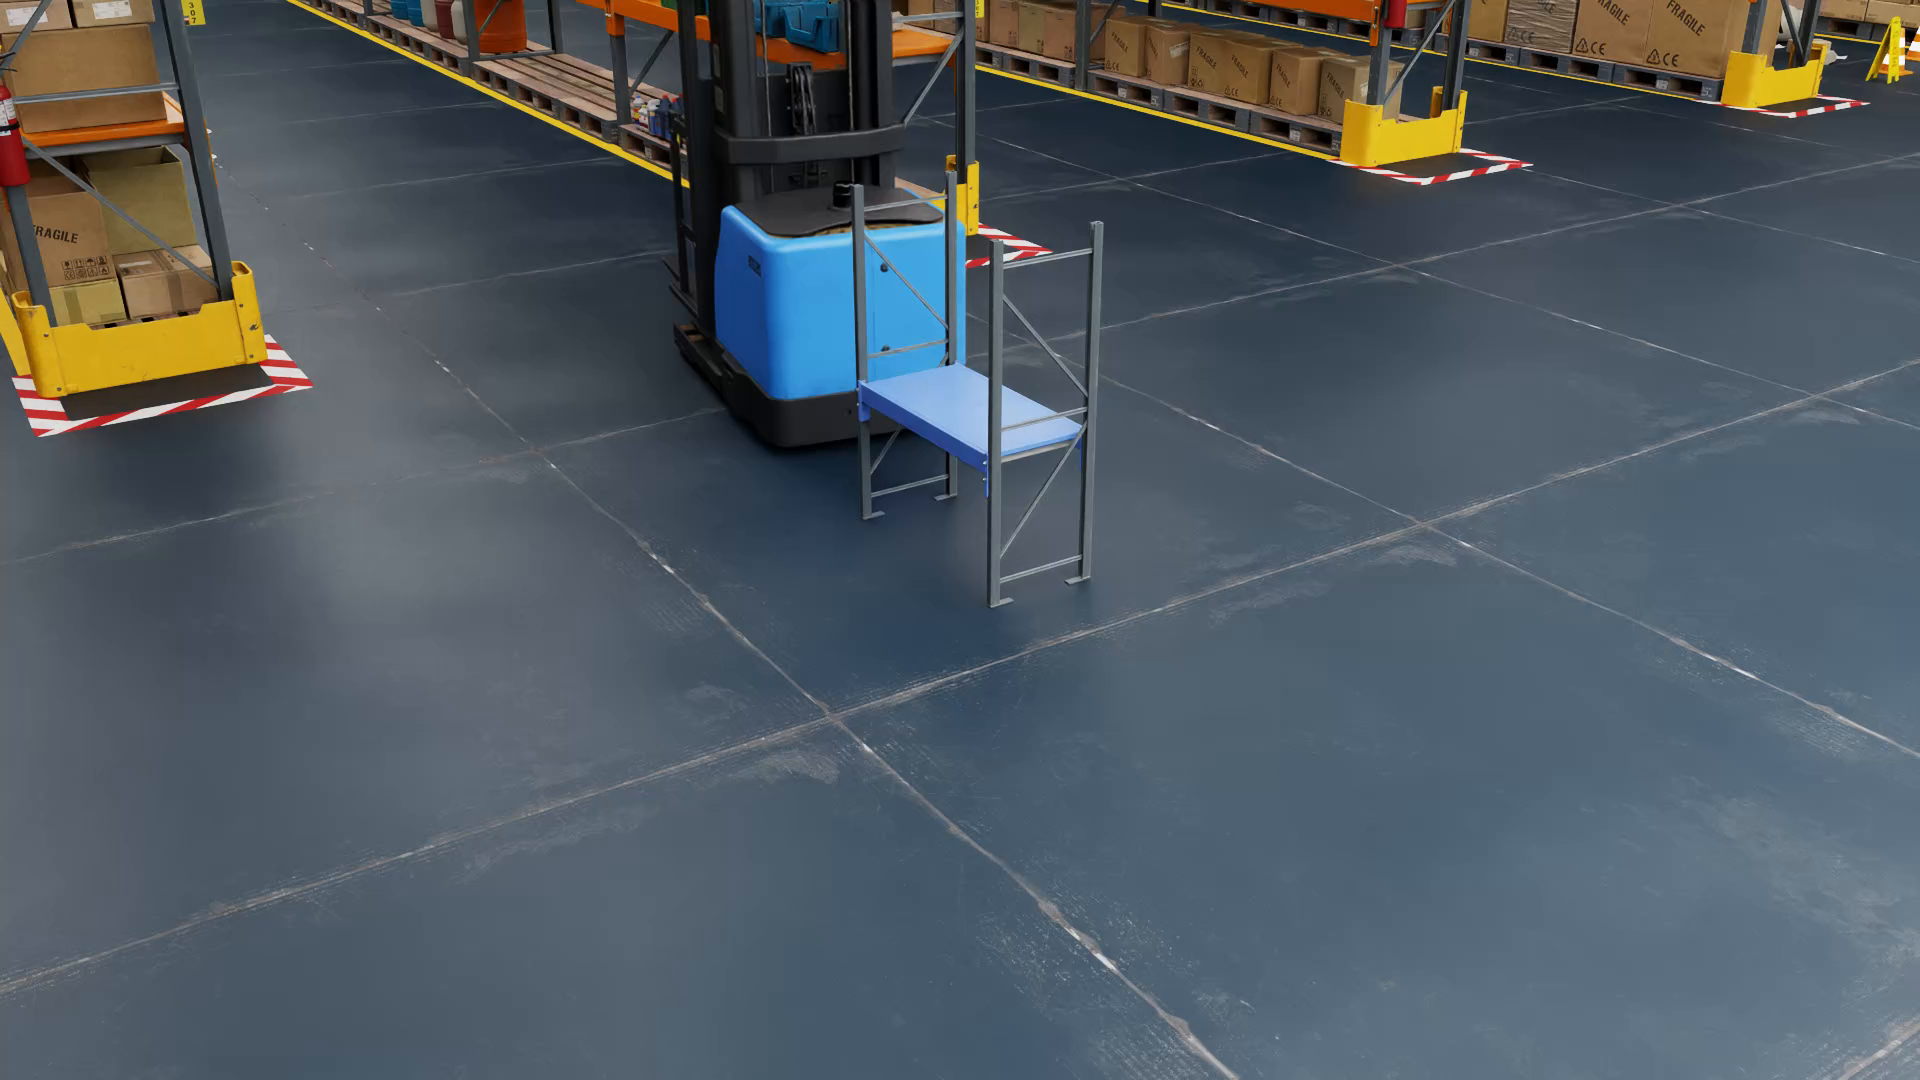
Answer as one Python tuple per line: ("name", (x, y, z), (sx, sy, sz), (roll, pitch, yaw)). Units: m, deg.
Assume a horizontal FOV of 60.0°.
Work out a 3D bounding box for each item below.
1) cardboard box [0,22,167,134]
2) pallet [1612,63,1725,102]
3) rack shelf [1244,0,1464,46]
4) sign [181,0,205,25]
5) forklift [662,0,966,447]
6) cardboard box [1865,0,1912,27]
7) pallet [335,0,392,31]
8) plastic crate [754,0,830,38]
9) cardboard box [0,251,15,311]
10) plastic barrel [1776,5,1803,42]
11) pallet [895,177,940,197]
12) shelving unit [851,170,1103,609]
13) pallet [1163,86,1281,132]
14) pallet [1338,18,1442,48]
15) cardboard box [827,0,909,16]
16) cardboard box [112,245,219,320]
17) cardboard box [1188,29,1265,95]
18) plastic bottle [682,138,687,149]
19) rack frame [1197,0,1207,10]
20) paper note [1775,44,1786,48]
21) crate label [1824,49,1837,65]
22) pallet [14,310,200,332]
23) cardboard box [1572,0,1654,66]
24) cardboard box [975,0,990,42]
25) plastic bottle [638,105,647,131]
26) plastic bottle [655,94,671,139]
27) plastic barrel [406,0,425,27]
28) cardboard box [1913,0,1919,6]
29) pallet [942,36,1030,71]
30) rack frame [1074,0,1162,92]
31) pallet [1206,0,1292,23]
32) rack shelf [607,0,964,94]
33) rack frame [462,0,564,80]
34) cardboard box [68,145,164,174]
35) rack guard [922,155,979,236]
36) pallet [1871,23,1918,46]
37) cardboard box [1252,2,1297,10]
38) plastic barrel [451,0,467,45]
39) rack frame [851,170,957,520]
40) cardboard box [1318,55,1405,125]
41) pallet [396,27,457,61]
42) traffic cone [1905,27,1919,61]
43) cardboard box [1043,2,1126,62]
("cardboard box", (-4.741, -2.523, 8.963), (0.700, 0.500, 0.500), (-16, 29, -30))
("pallet", (7.514, -4.741, 17.047), (1.003, 0.211, 1.213), (-16, 29, -30))
("rack shelf", (2.713, -5.005, 15.181), (1.077, 0.370, 4.000), (-16, 29, -30))
("sign", (-4.029, -2.862, 8.692), (0.100, 0.325, 0.005), (-16, 29, -30))
("forklift", (-0.990, -2.377, 8.853), (1.130, 2.935, 3.031), (-10, 27, -20))
("cardboard box", (11.165, -6.284, 19.778), (0.500, 0.250, 0.500), (-15, 29, -29))
("pallet", (-7.330, -6.746, 21.292), (1.003, 0.211, 1.213), (-16, 29, -30))
("plastic crate", (-1.219, -3.736, 11.825), (0.499, 0.251, 0.408), (-16, 29, -30))
("cardboard box", (-5.321, -1.553, 9.755), (0.500, 0.250, 0.500), (-16, 29, -30))
("plastic barrel", (9.712, -6.145, 19.772), (0.512, 0.421, 0.421), (3, 25, 6))
("pallet", (-0.865, -2.508, 12.315), (1.003, 0.211, 1.213), (-16, 29, -30))
("shelving unit", (0.047, -0.648, 6.865), (0.538, 1.500, 1.048), (-16, 29, -30))
("pallet", (2.688, -4.116, 15.721), (1.003, 0.211, 1.213), (-16, 29, -30))
("pallet", (5.348, -6.163, 20.057), (1.003, 0.211, 1.213), (-16, 29, -30))
("cardboard box", (-0.922, -6.957, 20.470), (1.225, 0.875, 0.875), (-17, 30, -32))
("cardboard box", (-4.604, -1.498, 9.638), (0.500, 0.250, 0.500), (-16, 29, -30))
("cardboard box", (2.530, -4.546, 15.802), (0.500, 0.500, 0.500), (-19, 31, -34))
("plastic bottle", (-2.198, -3.265, 13.416), (0.097, 0.201, 0.097), (0, 25, 0))
("rack frame", (3.649, -8.596, 21.945), (1.000, 3.000, 0.127), (-16, 29, -30))
("paper note", (9.586, -5.790, 19.492), (0.148, 0.019, 0.142), (-6, 26, -12))
("crate label", (9.567, -5.369, 18.464), (0.298, 0.136, 0.250), (12, 28, 24))
("pallet", (-4.950, -1.310, 9.779), (1.003, 0.211, 1.213), (-16, 29, -30))
("cardboard box", (7.108, -5.505, 17.395), (0.875, 0.875, 0.875), (-16, 30, -30))
("cardboard box", (0.449, -5.913, 18.675), (0.700, 0.500, 0.500), (-13, 28, -25))
("plastic bottle", (-2.666, -3.572, 14.066), (0.097, 0.201, 0.097), (0, 25, 0))
("plastic bottle", (-2.436, -3.507, 13.753), (0.144, 0.351, 0.185), (-15, 29, -28))
("plastic barrel", (-6.227, -6.542, 19.560), (0.600, 0.901, 0.708), (-16, 29, -30))
("cardboard box", (11.452, -6.436, 19.220), (0.500, 0.500, 0.500), (-15, 29, -29))
("pallet", (0.525, -5.500, 18.652), (1.003, 0.211, 1.213), (-16, 29, -30))
("rack frame", (1.621, -6.046, 16.543), (1.000, 3.000, 0.127), (-16, 29, -30))
("pallet", (4.016, -7.036, 21.906), (1.003, 0.211, 1.213), (-16, 29, -30))
("rack shelf", (-1.437, -3.851, 12.736), (1.077, 0.370, 4.000), (-16, 29, -30))
("rack frame", (-4.712, -6.322, 17.128), (1.000, 3.000, 0.127), (-16, 29, -30))
("cardboard box", (-5.162, -2.191, 10.228), (0.500, 0.500, 0.500), (-16, 29, -30))
("rack guard", (-0.426, -2.346, 11.635), (1.175, 0.500, 0.348), (-16, 29, -30))
("pallet", (11.653, -5.989, 19.690), (1.003, 0.211, 1.213), (-16, 29, -30))
("cardboard box", (4.386, -7.218, 21.169), (1.050, 0.750, 0.750), (-15, 29, -29))
("plastic barrel", (-5.377, -5.739, 18.316), (0.421, 0.512, 0.421), (0, 25, 0))
("rack frame", (-0.231, -0.830, 7.250), (0.500, 1.500, 0.032), (-16, 29, -30))
("cardboard box", (3.478, -3.902, 14.437), (0.500, 0.500, 0.500), (-10, 27, -20))
("pallet", (-5.839, -5.769, 19.224), (1.003, 0.211, 1.213), (-16, 29, -30))
("traffic cone", (10.792, -5.630, 18.635), (0.336, 0.463, 0.334), (-16, 29, -30))
("cardboard box", (1.304, -5.339, 17.458), (0.700, 0.500, 0.500), (-18, 31, -33))
